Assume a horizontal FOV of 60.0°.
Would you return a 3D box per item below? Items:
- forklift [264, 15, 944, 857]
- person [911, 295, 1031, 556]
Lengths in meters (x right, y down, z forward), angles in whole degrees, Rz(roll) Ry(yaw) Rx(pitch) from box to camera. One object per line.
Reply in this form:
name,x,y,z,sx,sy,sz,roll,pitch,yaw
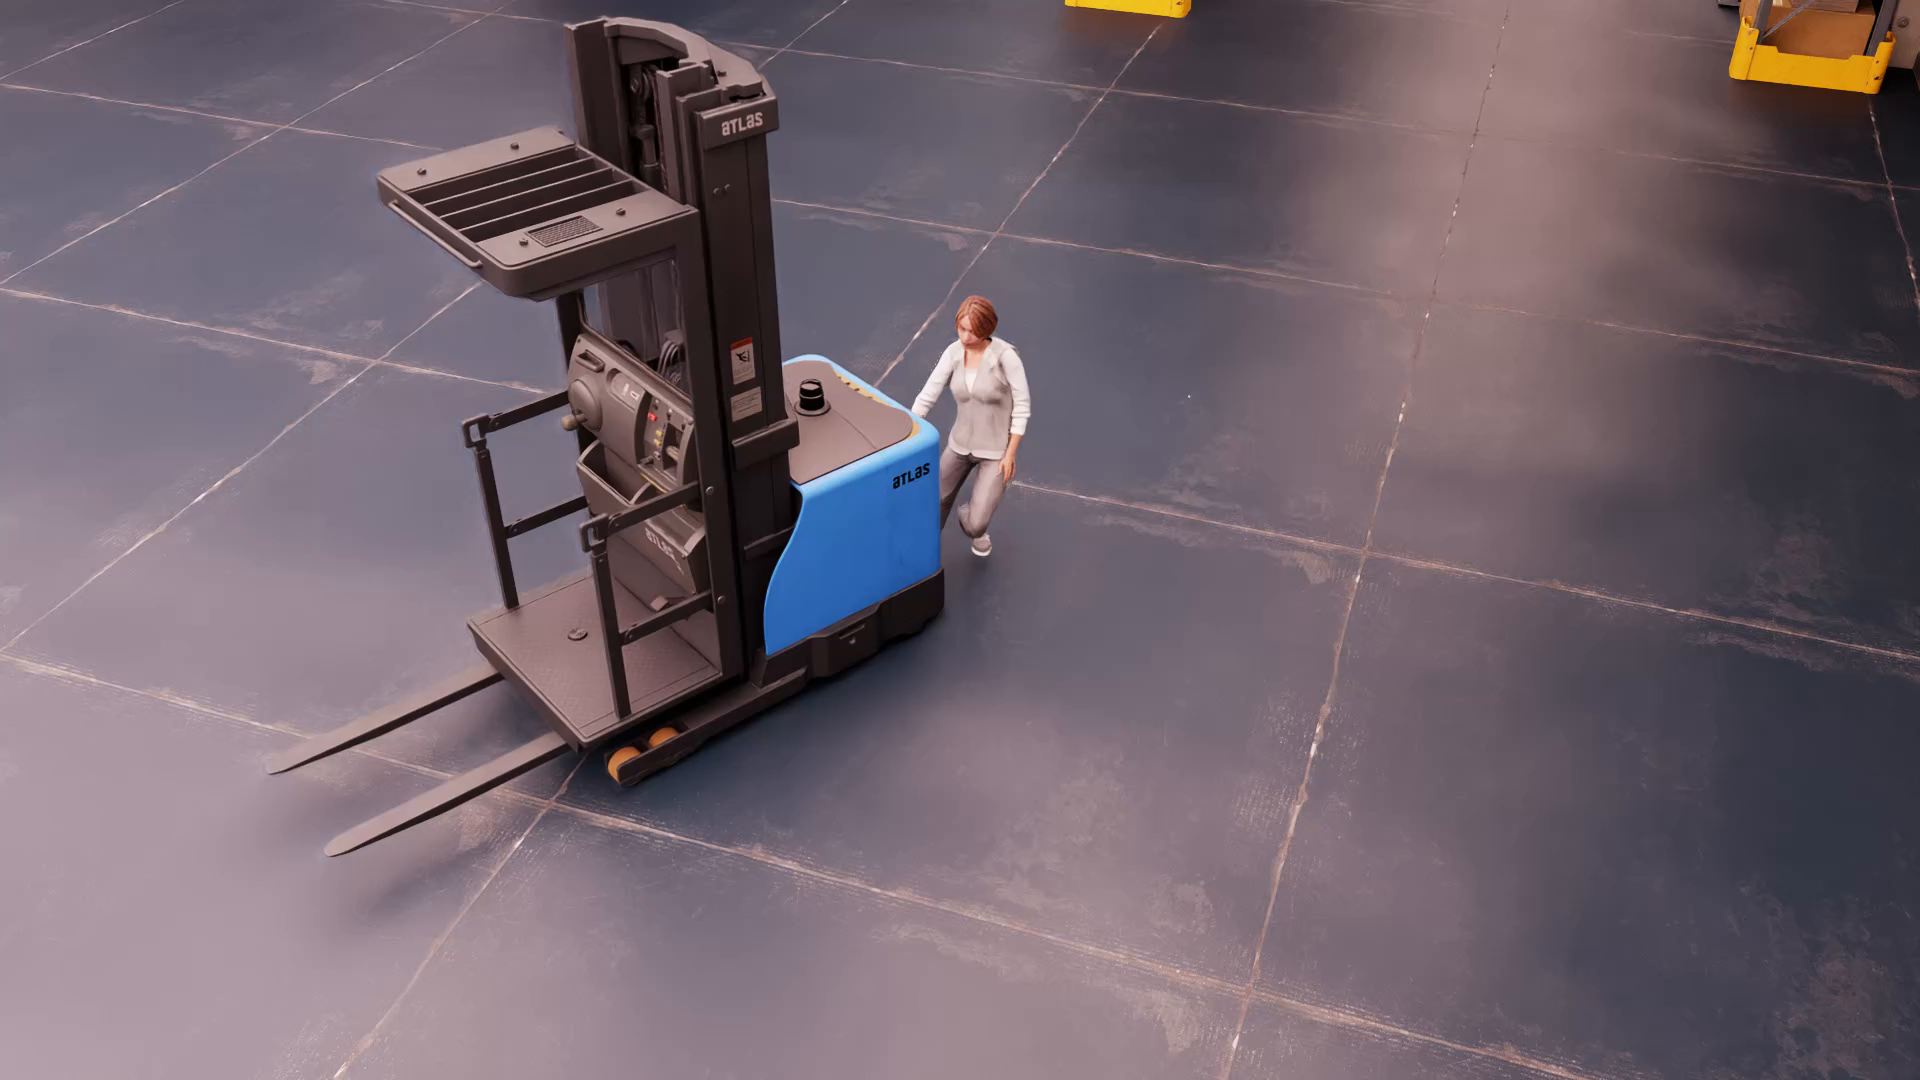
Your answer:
forklift,-1.529,-0.484,6.793,3.031,2.935,1.130,-26,43,-32
person,-0.034,-0.407,7.896,0.608,1.496,0.634,20,40,26
